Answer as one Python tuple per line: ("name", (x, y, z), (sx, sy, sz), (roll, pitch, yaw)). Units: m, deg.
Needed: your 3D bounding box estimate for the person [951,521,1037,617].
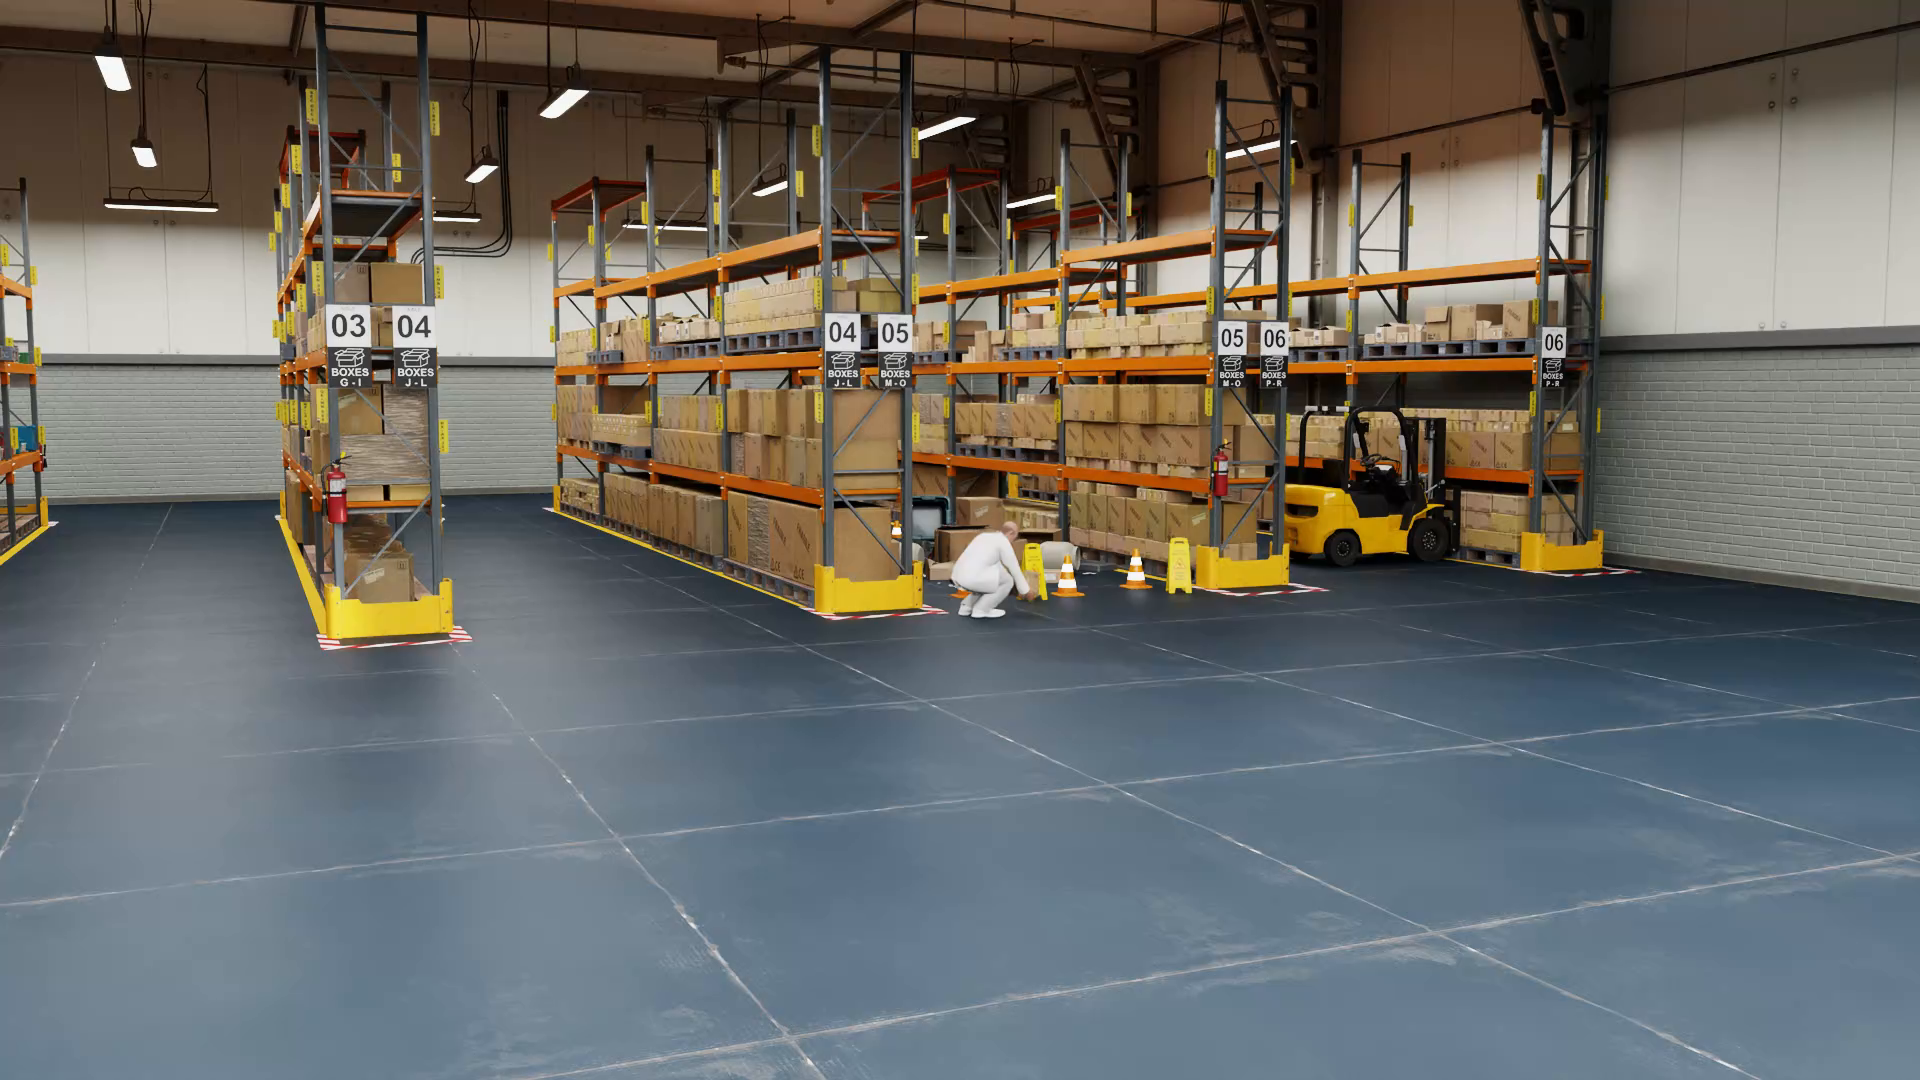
("person", (0.339, 0.308, 17.647), (0.913, 0.994, 0.601), (-2, 6, -24))
